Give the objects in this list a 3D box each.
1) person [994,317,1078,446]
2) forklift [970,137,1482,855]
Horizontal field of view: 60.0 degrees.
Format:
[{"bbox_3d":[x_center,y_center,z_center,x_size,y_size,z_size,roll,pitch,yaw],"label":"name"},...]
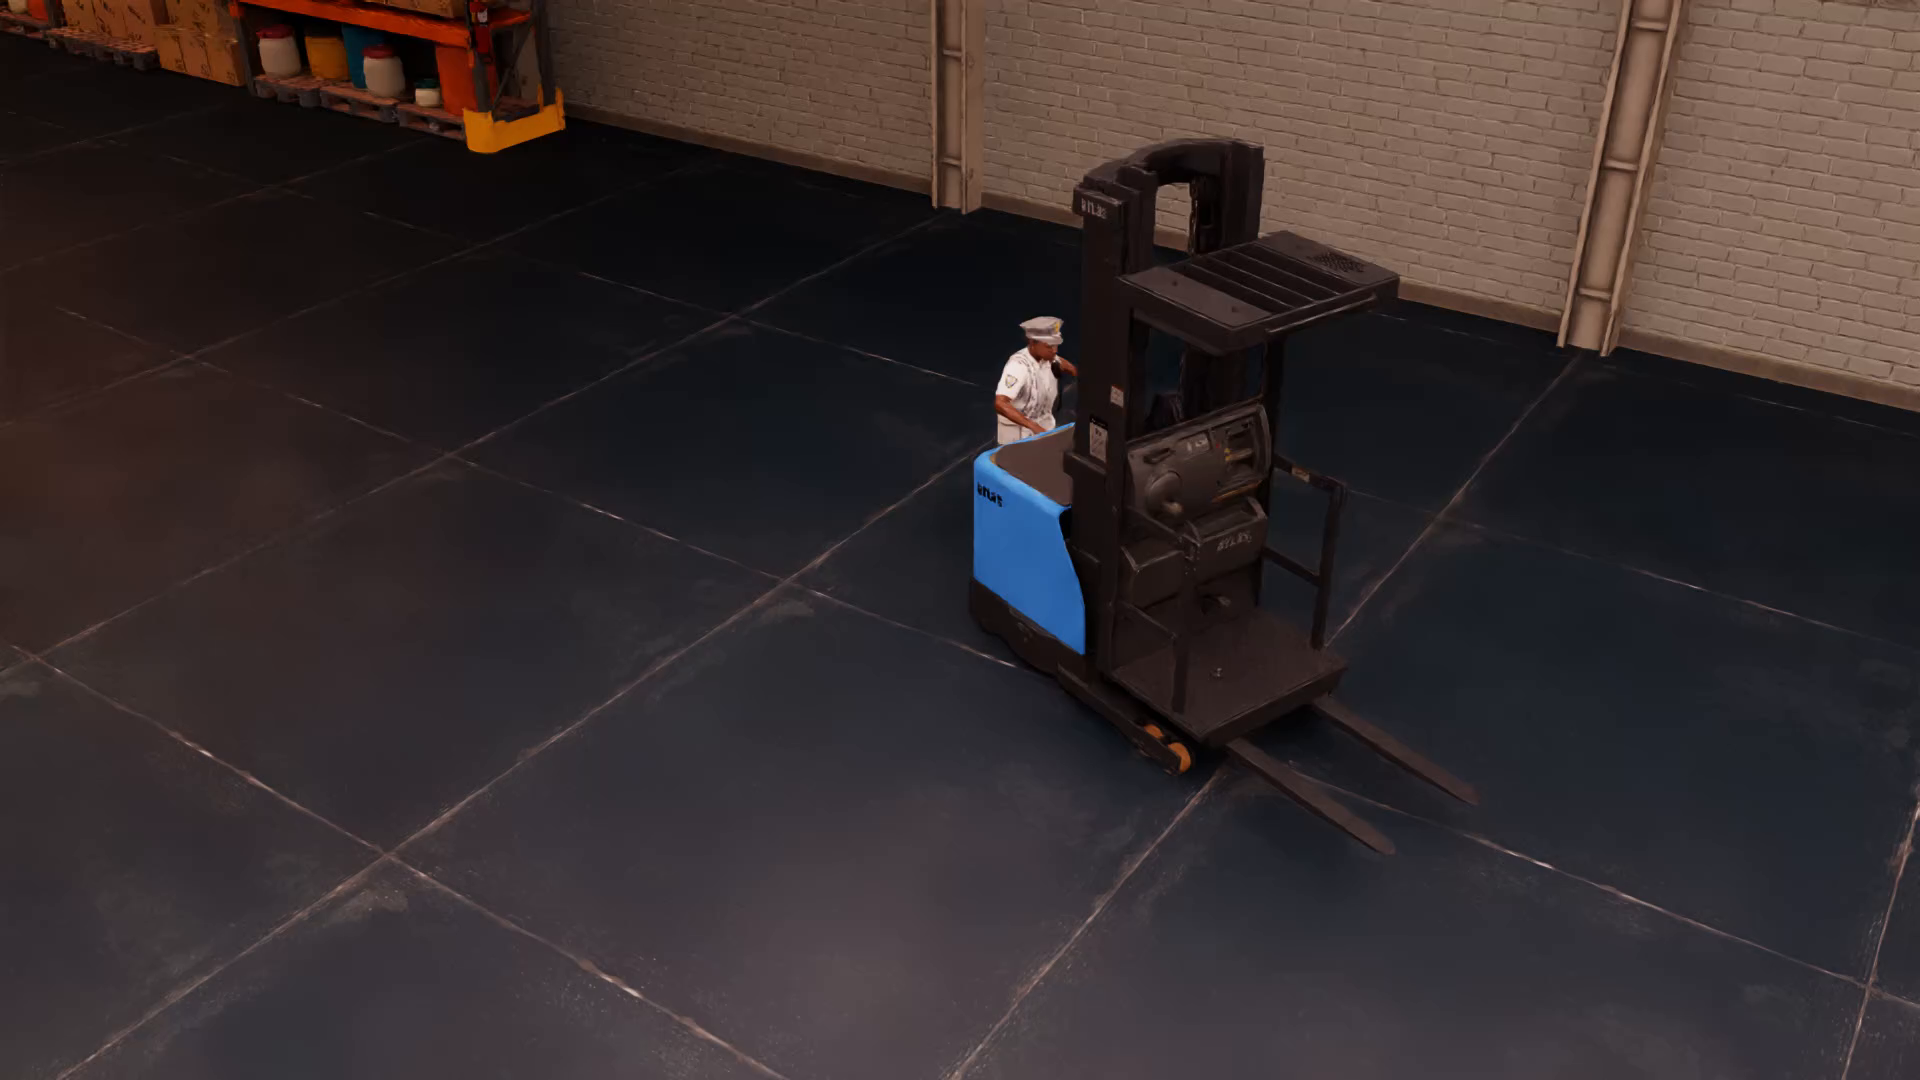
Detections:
[{"bbox_3d":[0.613,-0.622,10.080,0.722,1.524,0.952,23,37,34],"label":"person"},{"bbox_3d":[1.331,-0.353,8.188,1.130,2.935,3.031,-20,36,-31],"label":"forklift"}]
